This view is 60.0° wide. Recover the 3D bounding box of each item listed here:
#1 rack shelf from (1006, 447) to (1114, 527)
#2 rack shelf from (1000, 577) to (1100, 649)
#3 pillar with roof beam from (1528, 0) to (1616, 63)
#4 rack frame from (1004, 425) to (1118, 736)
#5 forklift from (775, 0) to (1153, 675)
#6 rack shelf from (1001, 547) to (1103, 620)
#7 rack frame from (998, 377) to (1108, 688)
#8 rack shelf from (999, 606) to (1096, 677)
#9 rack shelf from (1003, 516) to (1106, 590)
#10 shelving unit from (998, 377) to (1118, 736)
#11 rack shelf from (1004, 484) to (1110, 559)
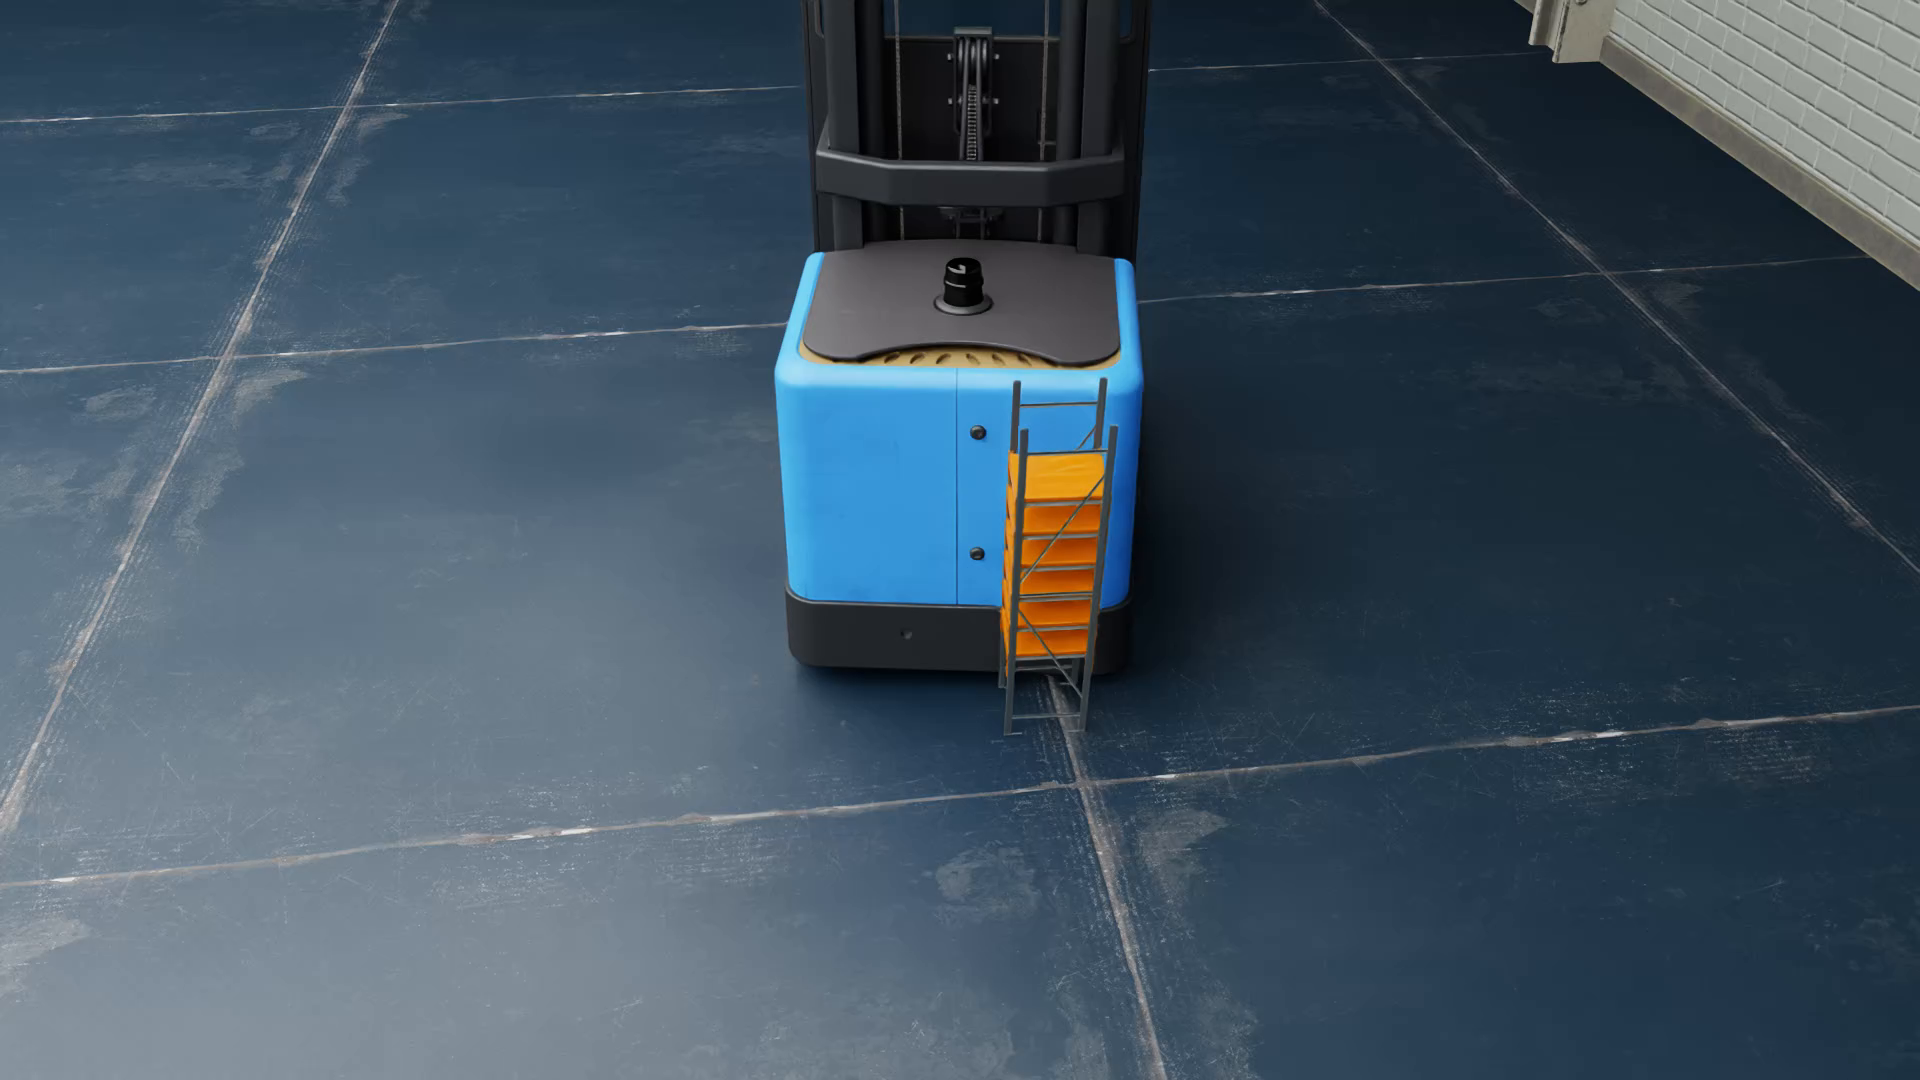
[{"bbox_3d":[0.256,-0.139,4.324,0.258,0.103,0.180,-2,45,-4],"label":"rack shelf"},{"bbox_3d":[0.249,0.199,4.664,0.258,0.103,0.180,-2,45,-4],"label":"rack shelf"},{"bbox_3d":[-0.584,-6.362,7.095,9.100,9.000,0.400,-4,35,-6],"label":"pillar with roof beam"},{"bbox_3d":[0.258,0.148,4.484,0.240,1.200,0.006,-2,45,-4],"label":"rack frame"},{"bbox_3d":[0.063,-1.607,5.506,1.130,2.935,3.031,2,34,2],"label":"forklift"},{"bbox_3d":[0.251,0.115,4.579,0.258,0.103,0.180,-2,45,-4],"label":"rack shelf"},{"bbox_3d":[0.245,0.019,4.612,0.240,1.200,0.006,-2,45,-4],"label":"rack frame"},{"bbox_3d":[0.247,0.284,4.750,0.258,0.103,0.180,-2,45,-4],"label":"rack shelf"},{"bbox_3d":[0.253,0.030,4.494,0.258,0.103,0.180,-2,45,-4],"label":"rack shelf"},{"bbox_3d":[0.252,0.084,4.548,0.258,1.200,0.189,-2,45,-4],"label":"shelving unit"},{"bbox_3d":[0.254,-0.054,4.409,0.258,0.103,0.180,-2,45,-4],"label":"rack shelf"}]
